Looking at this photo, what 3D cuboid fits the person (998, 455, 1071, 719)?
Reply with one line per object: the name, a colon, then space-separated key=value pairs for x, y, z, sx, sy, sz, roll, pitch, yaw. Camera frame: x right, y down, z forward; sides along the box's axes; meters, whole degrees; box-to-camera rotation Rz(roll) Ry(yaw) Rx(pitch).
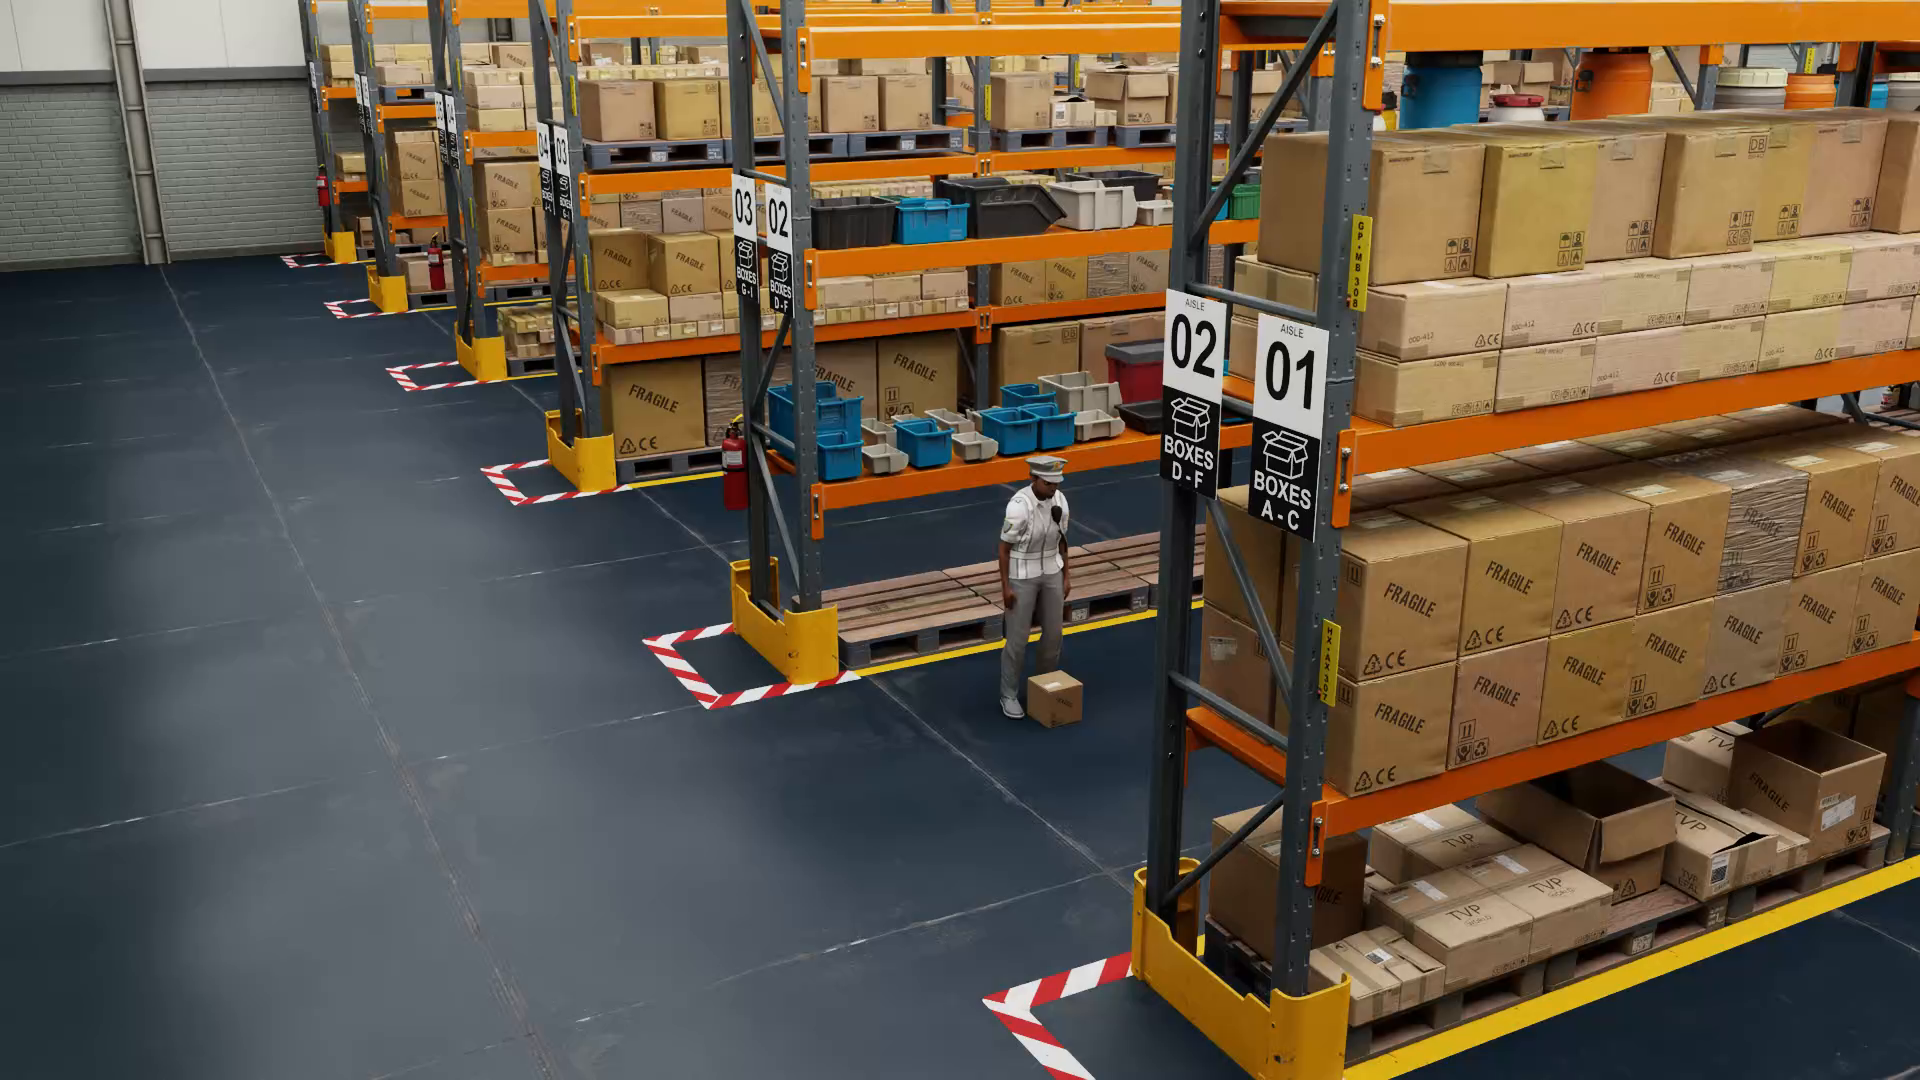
person: x=0.467 y=0.264 z=10.366 sx=0.503 sy=1.656 sz=0.397 roll=-10 pitch=21 yaw=-27
